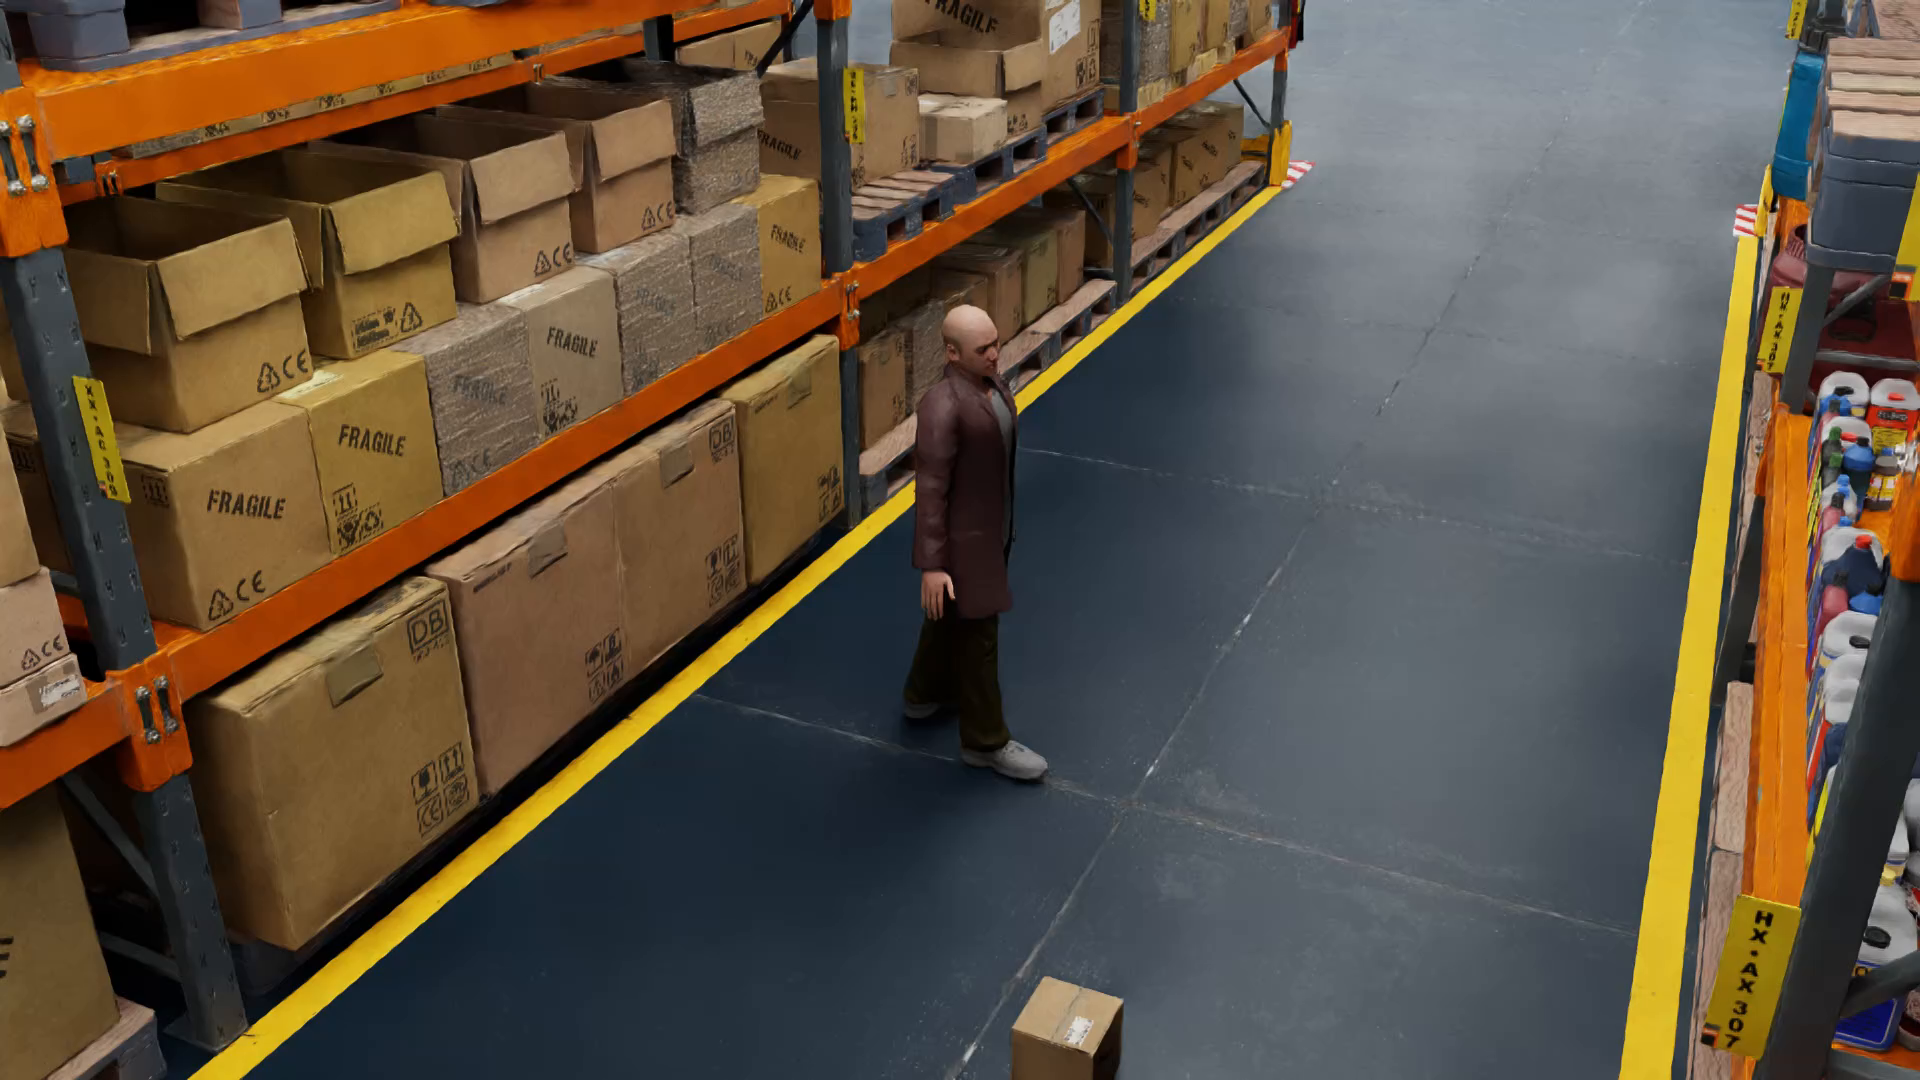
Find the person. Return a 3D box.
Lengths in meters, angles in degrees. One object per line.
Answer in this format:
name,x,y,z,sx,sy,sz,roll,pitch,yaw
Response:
person,0.049,0.008,6.091,0.679,1.775,0.779,8,27,17
